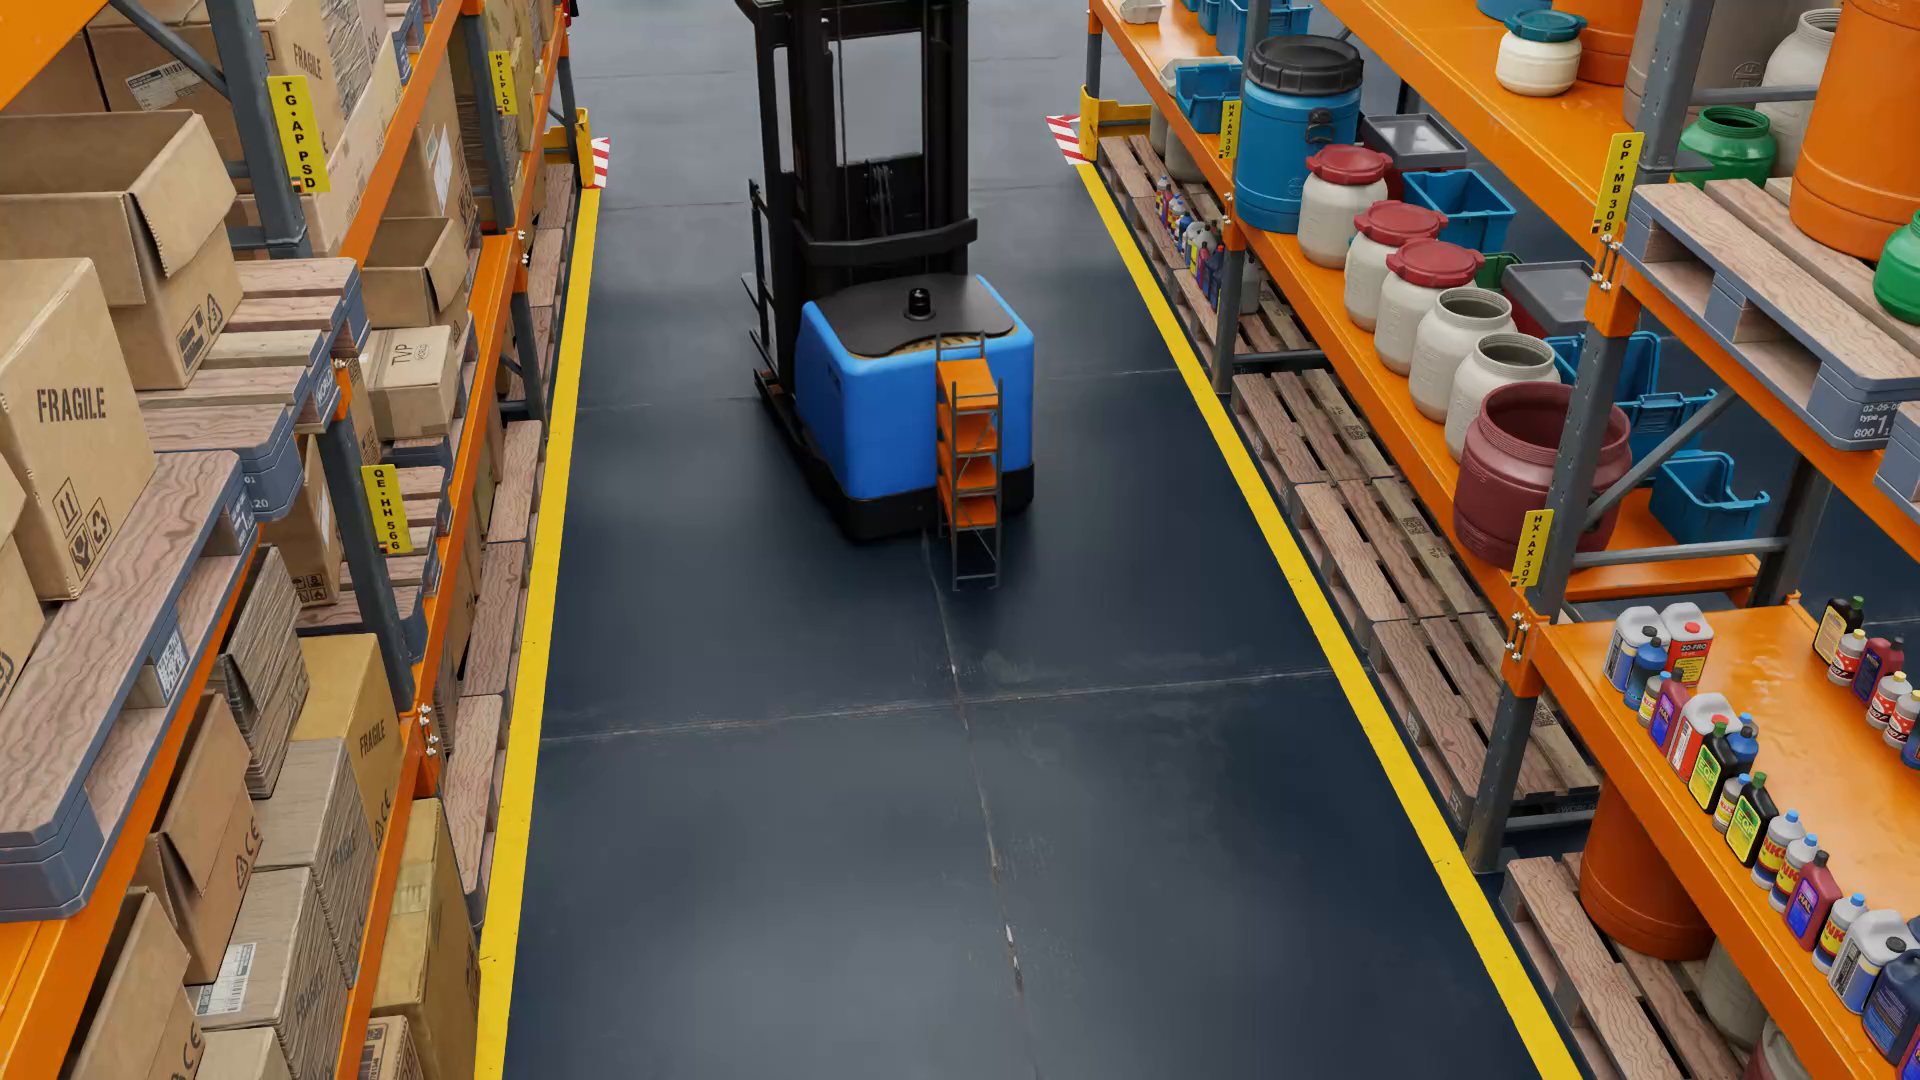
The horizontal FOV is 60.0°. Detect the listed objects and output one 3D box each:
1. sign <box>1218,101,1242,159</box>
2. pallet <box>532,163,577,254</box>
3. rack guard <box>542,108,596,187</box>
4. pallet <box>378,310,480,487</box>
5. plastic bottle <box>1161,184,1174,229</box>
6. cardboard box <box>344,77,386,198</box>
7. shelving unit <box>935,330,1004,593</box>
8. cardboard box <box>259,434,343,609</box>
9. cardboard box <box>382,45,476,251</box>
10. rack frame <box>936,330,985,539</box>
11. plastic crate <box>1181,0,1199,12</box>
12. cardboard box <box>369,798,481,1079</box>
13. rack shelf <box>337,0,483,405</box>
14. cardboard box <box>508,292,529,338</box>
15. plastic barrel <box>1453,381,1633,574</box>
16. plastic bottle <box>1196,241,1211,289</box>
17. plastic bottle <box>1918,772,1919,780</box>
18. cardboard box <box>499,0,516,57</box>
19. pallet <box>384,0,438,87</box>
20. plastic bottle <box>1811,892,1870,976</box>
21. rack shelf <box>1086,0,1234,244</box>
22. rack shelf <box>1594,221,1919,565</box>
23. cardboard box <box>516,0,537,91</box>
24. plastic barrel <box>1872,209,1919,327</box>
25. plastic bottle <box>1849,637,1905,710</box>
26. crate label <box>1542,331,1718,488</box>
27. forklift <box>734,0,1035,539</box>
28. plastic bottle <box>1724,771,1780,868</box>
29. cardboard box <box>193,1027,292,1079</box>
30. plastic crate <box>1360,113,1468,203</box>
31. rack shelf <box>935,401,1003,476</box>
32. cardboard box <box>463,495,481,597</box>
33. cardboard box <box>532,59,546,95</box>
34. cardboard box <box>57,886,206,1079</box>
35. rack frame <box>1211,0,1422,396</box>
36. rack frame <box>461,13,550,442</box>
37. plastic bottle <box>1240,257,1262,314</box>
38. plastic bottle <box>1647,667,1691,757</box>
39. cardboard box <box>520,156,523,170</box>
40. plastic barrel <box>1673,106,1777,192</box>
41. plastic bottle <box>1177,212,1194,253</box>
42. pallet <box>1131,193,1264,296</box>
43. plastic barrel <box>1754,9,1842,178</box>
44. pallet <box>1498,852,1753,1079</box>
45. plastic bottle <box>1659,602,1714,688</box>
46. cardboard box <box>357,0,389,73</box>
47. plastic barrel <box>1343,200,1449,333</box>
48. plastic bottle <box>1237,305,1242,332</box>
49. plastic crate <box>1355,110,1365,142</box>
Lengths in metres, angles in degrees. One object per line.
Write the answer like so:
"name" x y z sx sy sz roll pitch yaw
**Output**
"sign" 1.485 -2.258 9.153 0.100 0.325 0.005 -4 35 -6
"pallet" -3.329 -2.385 12.062 1.003 0.211 1.213 -4 35 -6
"rack guard" -3.404 -2.960 12.650 1.175 0.500 0.348 -4 35 -6
"pallet" -2.645 -0.594 7.128 1.003 0.211 1.213 -4 35 -6
"plastic bottle" 1.441 -2.307 11.493 0.061 0.283 0.133 -4 34 -6
"cardboard box" -2.218 -1.317 5.489 0.500 0.250 0.500 -4 34 -5
"shelving unit" 0.041 -0.381 8.243 0.258 1.200 0.503 -5 35 -8
"cardboard box" -2.450 -0.085 5.749 0.500 0.500 0.500 -9 35 -12
"cardboard box" -2.908 -1.771 7.780 1.000 1.000 1.000 -4 34 -6
"rack frame" 0.003 -0.516 8.442 0.240 1.200 0.015 -5 35 -8
"plastic crate" 1.858 -4.093 12.224 0.499 0.251 0.616 -4 35 -6
"cardboard box" -2.266 1.520 5.370 1.225 0.875 0.875 -6 35 -9
"rack shelf" -2.607 -1.630 6.453 1.077 0.370 4.000 -4 35 -6
"cardboard box" -2.975 -1.489 10.119 0.500 0.500 0.500 6 35 9
"plastic barrel" 2.207 -0.239 6.316 0.600 0.536 0.708 -4 35 -6
"plastic bottle" 1.571 -1.770 10.706 0.061 0.283 0.133 -2 34 -3
"plastic bottle" 3.115 0.686 5.255 0.097 0.201 0.097 0 34 0
"cardboard box" -2.753 -2.930 9.145 0.500 0.500 0.500 -4 35 -6
"pallet" -2.756 -2.034 6.575 1.213 0.211 1.003 -4 35 -6
"plastic bottle" 2.452 1.084 4.610 0.097 0.271 0.097 0 34 0
"rack shelf" 1.763 -2.997 11.124 1.077 0.370 4.000 -4 35 -6
"rack shelf" 2.839 0.227 3.728 1.077 0.370 4.000 -4 35 -6
"cardboard box" -3.101 -3.059 10.222 0.875 0.500 0.500 -4 35 -6
"plastic barrel" 2.485 -0.687 4.196 0.294 0.245 0.294 0 34 0
"plastic bottle" 3.078 0.424 5.568 0.061 0.283 0.133 -4 35 -6
"crate label" 2.704 -0.536 6.842 0.502 0.435 0.616 -4 35 -6
"forklift" -0.593 -2.041 9.143 1.130 2.935 3.031 -12 36 -17
"plastic bottle" 2.374 0.833 4.968 0.061 0.283 0.133 -4 35 -6
"cardboard box" -1.824 1.496 3.802 0.500 0.500 0.500 -4 34 -5
"plastic crate" 2.400 -1.958 8.903 0.402 0.464 0.583 -4 35 -6
"rack shelf" 0.041 -0.510 8.155 0.258 0.148 0.480 -5 35 -8
"cardboard box" -2.694 -0.028 7.957 0.700 0.500 0.500 -7 35 -10
"cardboard box" -2.865 -2.959 10.652 0.380 0.149 0.250 -4 35 -6
"cardboard box" -2.074 1.120 3.464 0.797 0.503 0.637 -3 34 -5
"rack frame" 2.032 -2.179 9.283 1.000 3.000 0.127 -4 35 -6
"rack frame" -2.876 -1.804 8.733 1.000 3.000 0.127 -4 35 -6
"plastic bottle" 1.803 -1.614 10.417 0.144 0.351 0.185 -4 35 -6
"plastic bottle" 2.307 0.555 5.376 0.061 0.283 0.133 -4 35 -6
"cardboard box" -2.689 -2.120 9.421 0.380 0.149 0.250 -4 35 -6
"plastic barrel" 2.486 -1.256 5.403 0.294 0.245 0.294 0 34 0
"plastic bottle" 1.516 -2.070 11.155 0.097 0.271 0.097 0 34 0
"pallet" 1.816 -2.087 11.624 1.003 0.211 1.213 -4 35 -6
"plastic barrel" 2.832 -1.429 5.420 0.421 0.512 0.421 0 34 0
"pallet" 2.717 1.643 6.152 1.003 0.211 1.213 -4 35 -6
"plastic bottle" 2.459 0.359 5.670 0.152 0.276 0.135 -4 35 -6
"cardboard box" -2.286 -1.904 5.684 0.500 0.500 0.500 -5 35 -8
"plastic barrel" 2.042 -1.275 7.837 0.433 0.535 0.433 0 34 0
"plastic bottle" 1.674 -1.383 10.210 0.097 0.201 0.097 0 34 0
"plastic crate" 2.088 -2.455 9.744 0.767 0.338 0.504 -4 35 -6
